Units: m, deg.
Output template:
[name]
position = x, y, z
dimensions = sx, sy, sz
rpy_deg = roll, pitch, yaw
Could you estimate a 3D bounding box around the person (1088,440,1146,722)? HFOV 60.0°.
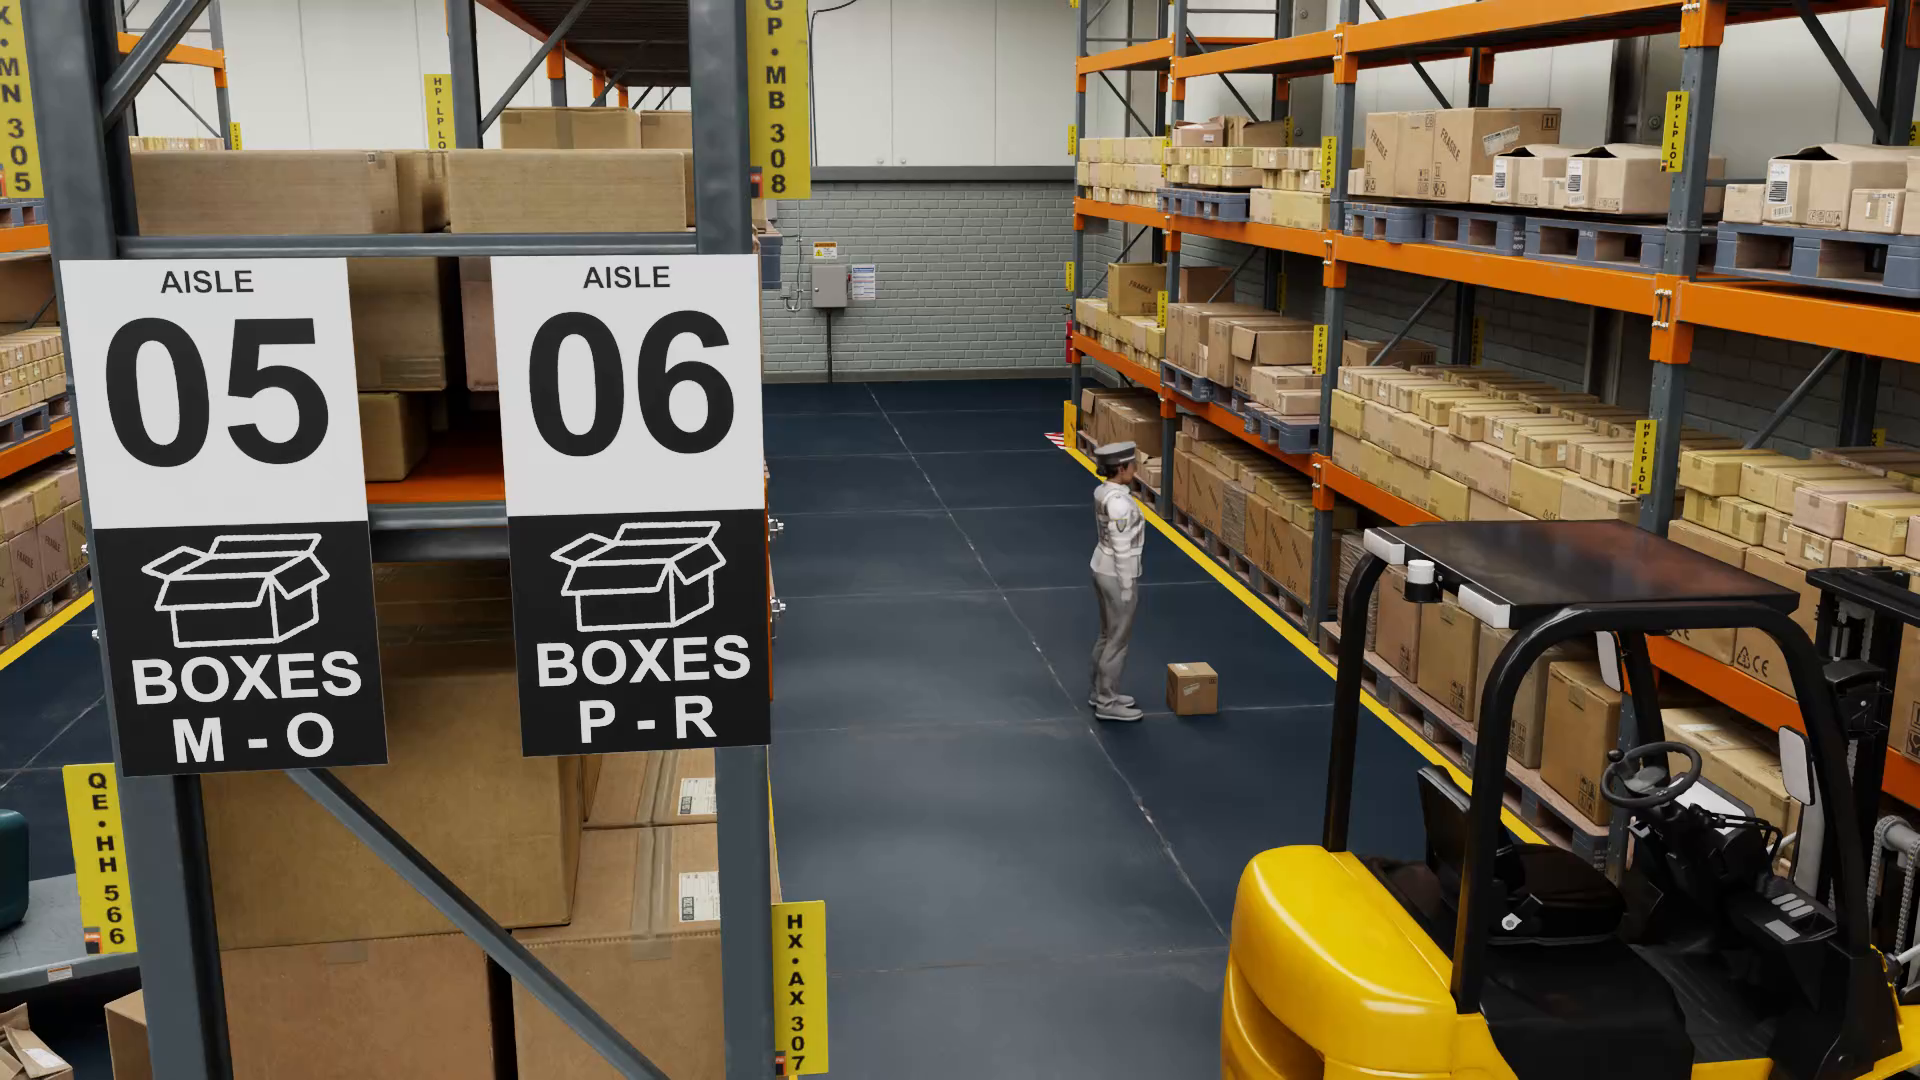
[person]
position = 0.951, 0.233, 9.976
dimensions = 0.331, 1.675, 0.468
rpy_deg = -2, 13, -7
